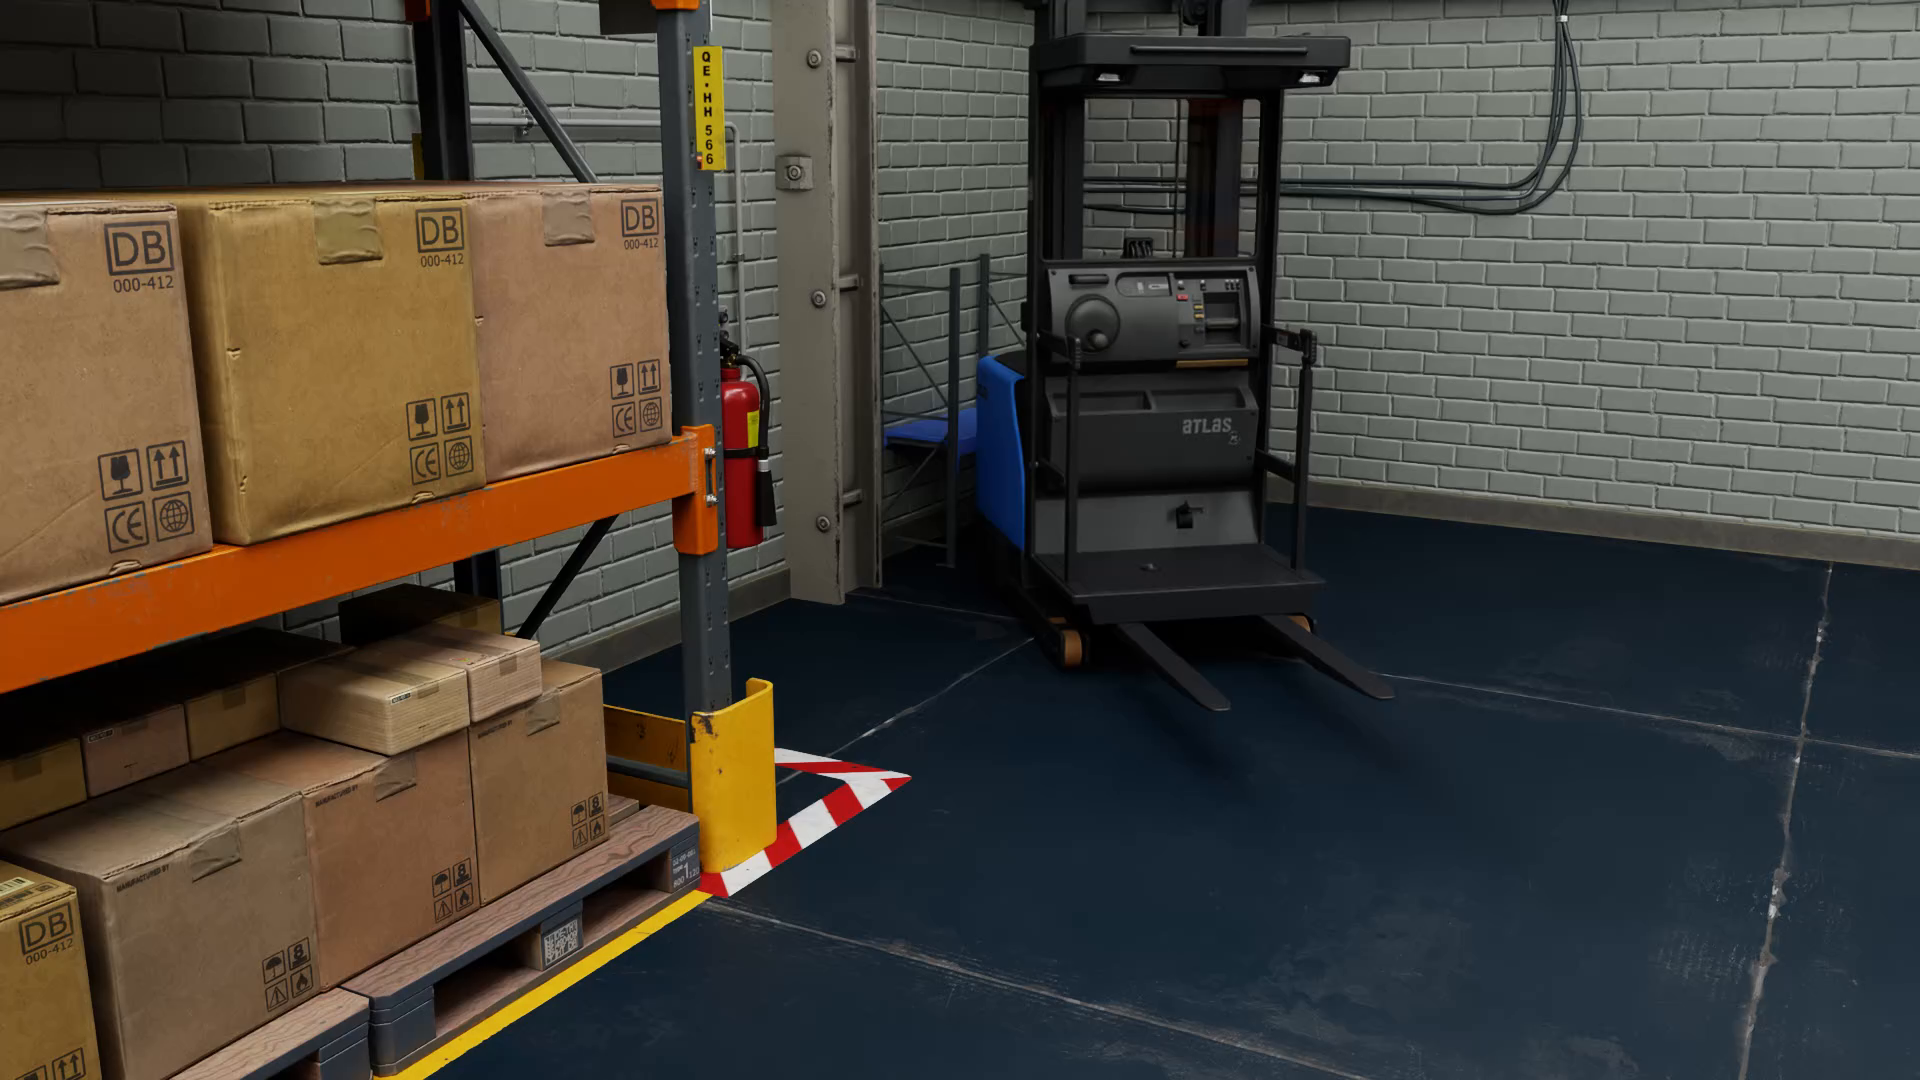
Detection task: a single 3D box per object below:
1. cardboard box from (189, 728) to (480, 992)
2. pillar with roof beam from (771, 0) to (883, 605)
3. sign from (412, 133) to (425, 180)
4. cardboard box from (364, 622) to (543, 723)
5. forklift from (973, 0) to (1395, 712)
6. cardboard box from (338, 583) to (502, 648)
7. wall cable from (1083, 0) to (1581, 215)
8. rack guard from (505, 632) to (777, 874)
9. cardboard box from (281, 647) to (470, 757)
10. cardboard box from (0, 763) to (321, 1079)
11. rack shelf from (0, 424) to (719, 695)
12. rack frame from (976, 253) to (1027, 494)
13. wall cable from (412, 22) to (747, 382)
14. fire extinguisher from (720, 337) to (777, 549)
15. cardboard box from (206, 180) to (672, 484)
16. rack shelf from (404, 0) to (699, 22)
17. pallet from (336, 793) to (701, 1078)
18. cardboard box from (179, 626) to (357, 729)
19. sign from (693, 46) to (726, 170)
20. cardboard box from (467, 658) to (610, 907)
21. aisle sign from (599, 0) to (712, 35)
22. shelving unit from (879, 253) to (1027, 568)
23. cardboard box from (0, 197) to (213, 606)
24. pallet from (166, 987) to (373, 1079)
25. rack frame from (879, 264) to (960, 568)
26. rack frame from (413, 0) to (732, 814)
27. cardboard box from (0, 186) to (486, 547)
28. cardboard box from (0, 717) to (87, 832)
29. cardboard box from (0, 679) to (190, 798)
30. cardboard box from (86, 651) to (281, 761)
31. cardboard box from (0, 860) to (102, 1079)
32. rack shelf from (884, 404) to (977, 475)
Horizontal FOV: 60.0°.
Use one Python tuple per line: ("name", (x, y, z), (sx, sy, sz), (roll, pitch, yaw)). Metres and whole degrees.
("cardboard box", (-1.645, 0.709, 4.131), (0.700, 0.500, 0.500), (7, 15, 28))
("pillar with roof beam", (3.164, -3.641, 4.934), (9.100, 9.000, 0.400), (7, 15, 28))
("sign", (-1.635, -1.083, 5.111), (0.100, 0.325, 0.005), (7, 15, 28))
("cardboard box", (-1.306, 0.338, 4.286), (0.380, 0.149, 0.250), (7, 15, 27))
("forklift", (0.876, -0.989, 6.882), (1.130, 2.935, 3.031), (-3, 14, -12))
("cardboard box", (-1.518, 0.242, 4.681), (0.380, 0.149, 0.250), (7, 15, 28))
("wall cable", (1.895, -3.087, 9.262), (3.097, 2.526, 0.112), (7, 15, 28))
("rack guard", (-1.141, 0.650, 5.269), (1.175, 0.500, 0.348), (7, 15, 28))
("cardboard box", (-1.429, 0.390, 4.068), (0.380, 0.149, 0.250), (8, 16, 30))
("cardboard box", (-1.888, 0.812, 3.703), (0.700, 0.500, 0.500), (7, 15, 26))
("rack shelf", (-2.119, 0.200, 3.338), (1.077, 0.370, 4.000), (7, 15, 28))
("rack frame", (0.320, -0.816, 9.210), (0.500, 1.500, 0.032), (9, 16, 31))
("wall cable", (-1.362, -1.424, 6.371), (0.084, 1.984, 1.851), (7, 15, 28))
("fire extinguisher", (-0.676, -0.320, 4.920), (0.296, 0.674, 0.183), (7, 15, 28))
("cardboard box", (-1.390, -0.600, 4.482), (0.980, 0.700, 0.700), (8, 16, 31))
("rack shelf", (-2.119, -1.258, 2.987), (1.077, 0.370, 4.000), (7, 15, 28))
("pallet", (-1.471, 0.969, 4.565), (1.003, 0.211, 1.213), (7, 15, 28))
("cardboard box", (-1.762, 0.346, 4.250), (0.380, 0.149, 0.250), (7, 15, 28))
("sign", (-0.684, -1.174, 4.526), (0.100, 0.325, 0.005), (7, 15, 28))
("cardboard box", (-1.403, 0.606, 4.557), (0.700, 0.500, 0.500), (7, 15, 28))
("aisle sign", (-0.855, -1.804, 4.571), (0.394, 0.787, 0.004), (7, 15, 28))
("shelving unit", (0.047, -0.719, 8.792), (0.538, 1.500, 1.048), (9, 16, 31))
("cardboard box", (-2.109, -0.294, 3.213), (0.980, 0.700, 0.700), (7, 15, 25))
("pallet", (-2.061, 1.218, 3.531), (1.003, 0.211, 1.213), (7, 15, 28))
("rack frame", (-0.226, -0.623, 8.375), (0.500, 1.500, 0.032), (9, 16, 31))
("rack frame", (-1.153, -0.560, 4.956), (1.000, 3.000, 0.127), (7, 15, 28))
("cardboard box", (-1.732, -0.449, 3.858), (0.980, 0.700, 0.700), (7, 15, 28))
("cardboard box", (-2.129, 0.503, 3.602), (0.380, 0.149, 0.250), (8, 15, 29))
("cardboard box", (-2.006, 0.450, 3.820), (0.380, 0.149, 0.250), (8, 16, 29))
("cardboard box", (-1.884, 0.398, 4.037), (0.380, 0.149, 0.250), (8, 15, 29))
("cardboard box", (-2.139, 0.922, 3.246), (0.700, 0.500, 0.500), (8, 16, 29))
("rack shelf", (0.044, -0.544, 8.834), (0.538, 0.185, 1.000), (9, 16, 31))
